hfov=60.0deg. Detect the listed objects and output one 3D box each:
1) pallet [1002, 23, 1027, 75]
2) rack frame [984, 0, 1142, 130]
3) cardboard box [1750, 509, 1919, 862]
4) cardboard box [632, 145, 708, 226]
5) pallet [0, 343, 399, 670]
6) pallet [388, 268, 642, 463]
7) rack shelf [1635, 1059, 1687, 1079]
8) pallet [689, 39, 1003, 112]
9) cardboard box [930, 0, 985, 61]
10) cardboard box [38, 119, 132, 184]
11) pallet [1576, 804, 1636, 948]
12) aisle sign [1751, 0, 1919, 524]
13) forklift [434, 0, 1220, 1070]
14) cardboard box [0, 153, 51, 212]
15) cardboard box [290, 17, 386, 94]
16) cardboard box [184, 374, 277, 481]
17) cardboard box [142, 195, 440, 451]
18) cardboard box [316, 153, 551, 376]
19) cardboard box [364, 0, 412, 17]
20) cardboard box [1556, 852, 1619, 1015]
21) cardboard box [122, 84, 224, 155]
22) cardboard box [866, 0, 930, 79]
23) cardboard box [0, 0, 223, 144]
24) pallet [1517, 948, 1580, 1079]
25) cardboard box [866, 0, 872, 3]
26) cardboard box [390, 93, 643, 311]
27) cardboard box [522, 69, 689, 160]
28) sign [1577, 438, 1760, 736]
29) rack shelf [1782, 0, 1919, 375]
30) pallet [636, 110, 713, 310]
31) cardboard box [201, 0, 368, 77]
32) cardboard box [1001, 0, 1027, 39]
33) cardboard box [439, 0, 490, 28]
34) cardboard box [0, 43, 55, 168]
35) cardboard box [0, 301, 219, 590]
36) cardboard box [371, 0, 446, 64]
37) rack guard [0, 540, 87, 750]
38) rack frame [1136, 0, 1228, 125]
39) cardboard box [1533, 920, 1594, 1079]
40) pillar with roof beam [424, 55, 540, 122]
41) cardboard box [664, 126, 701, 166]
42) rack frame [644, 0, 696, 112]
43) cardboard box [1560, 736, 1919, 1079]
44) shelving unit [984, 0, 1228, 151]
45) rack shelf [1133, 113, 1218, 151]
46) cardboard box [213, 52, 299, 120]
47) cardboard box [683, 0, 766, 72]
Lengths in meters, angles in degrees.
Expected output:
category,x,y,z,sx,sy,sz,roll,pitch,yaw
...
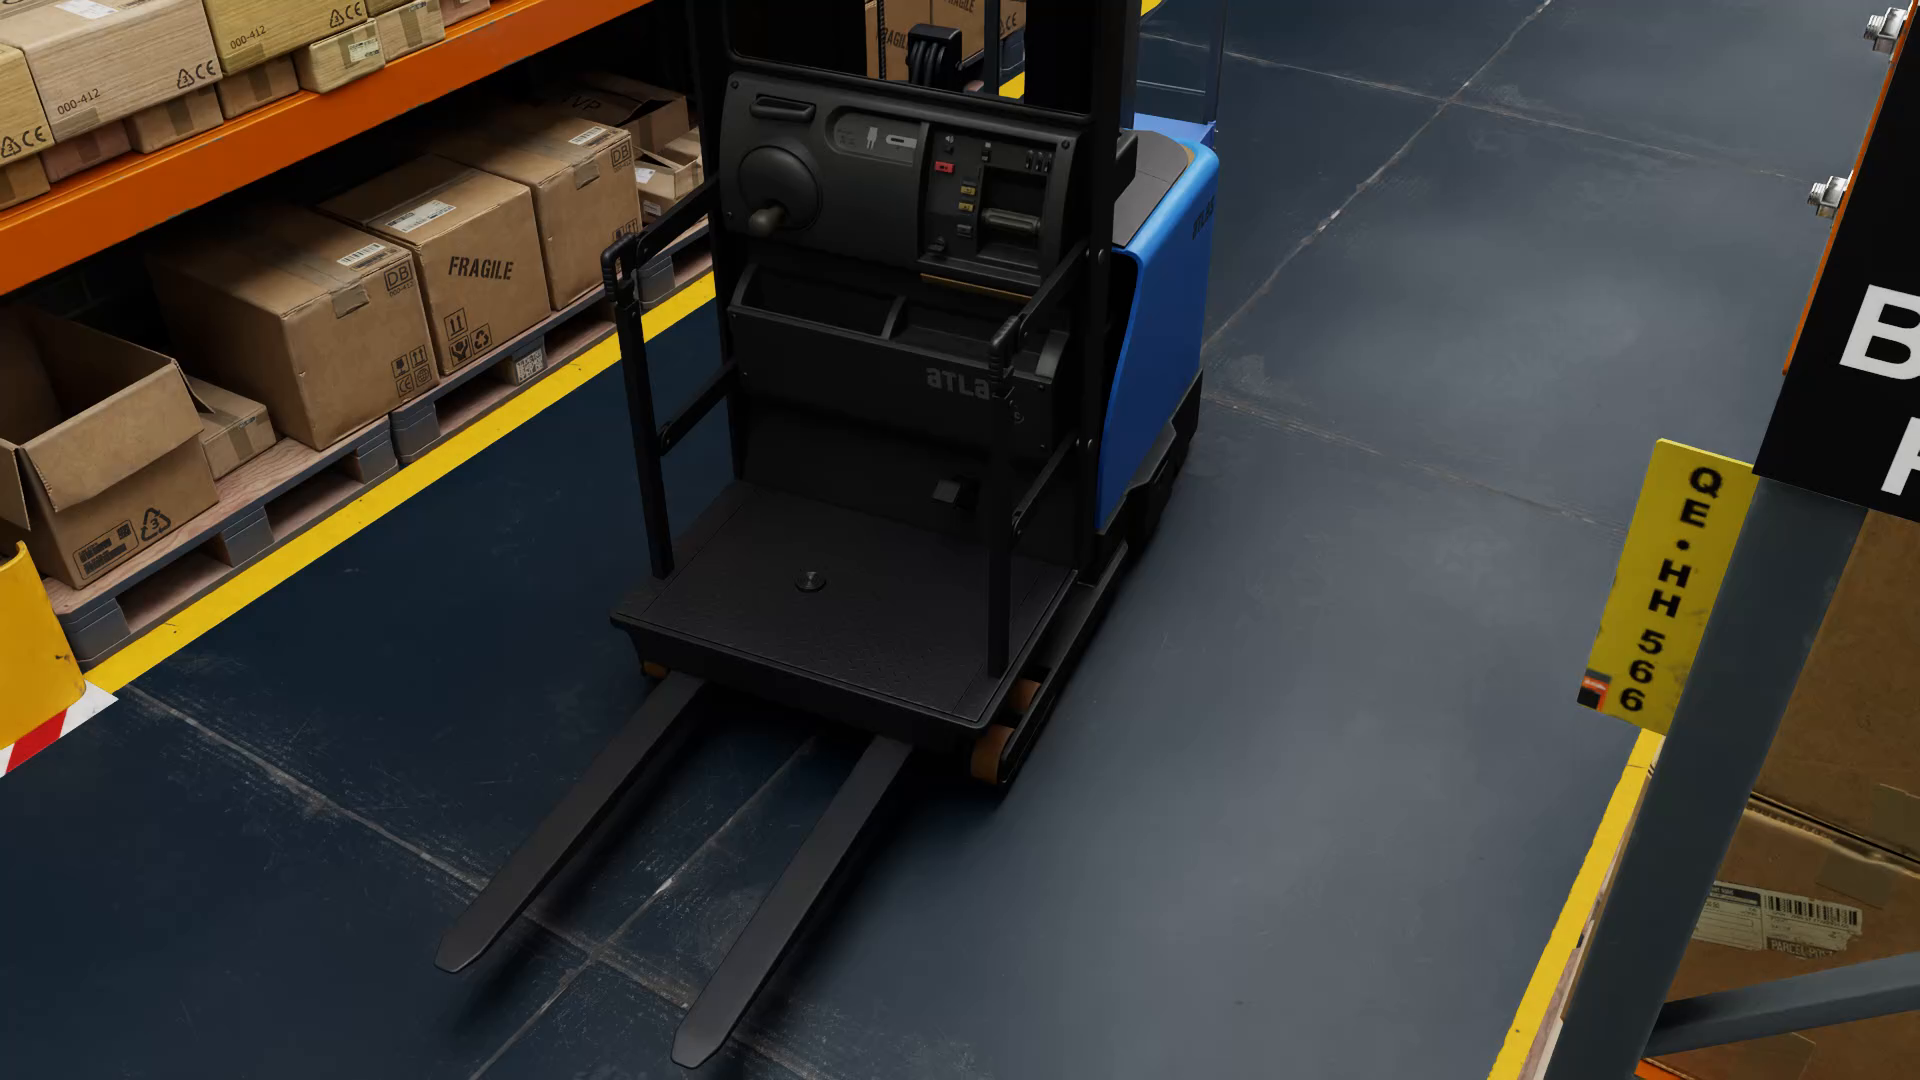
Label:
category,x,y,z,sx,sy,sz,roll,pitch,yaw
pallet,0.131,-2.852,8.777,1.003,0.211,1.213,21,42,25
rack frame,0.313,-1.129,5.486,0.500,1.500,0.032,15,40,19
cardboard box,1.181,0.028,1.856,0.500,0.500,0.500,23,43,27
cardboard box,-1.168,-1.410,6.517,0.396,0.266,0.258,23,43,27
pallet,-2.602,-0.177,5.307,1.003,0.211,1.213,21,42,25
pallet,-1.948,-0.804,6.120,1.003,0.211,1.213,21,42,25
rack shelf,2.196,0.044,3.325,1.077,0.370,4.000,21,42,25
pallet,-0.522,-2.221,7.958,1.003,0.211,1.213,21,42,25
cardboard box,-0.200,-2.523,7.770,0.500,0.500,0.500,21,42,25
cardboard box,-2.453,-1.105,4.432,0.380,0.149,0.250,21,42,25
pallet,2.141,0.830,4.000,1.003,0.211,1.213,21,42,25
aisle sign,0.824,-0.304,1.058,0.394,0.787,0.004,21,42,25
forklift,-0.251,-0.812,3.902,1.130,2.935,3.031,15,40,19
cardboard box,-2.564,-0.958,4.241,0.380,0.149,0.250,22,43,26
cardboard box,-1.929,-1.459,4.892,0.380,0.149,0.250,20,42,24
cardboard box,-2.401,-0.359,5.250,0.380,0.149,0.250,19,42,23
cardboard box,-2.171,-0.720,5.431,0.700,0.500,0.500,23,43,27
cardboard box,-1.803,-0.960,5.742,0.500,0.500,0.500,22,43,26
cardboard box,-1.804,-1.829,5.044,0.500,0.250,0.500,20,42,24
cardboard box,1.876,0.791,3.521,0.875,0.438,0.875,22,43,26
cardboard box,-2.266,-1.215,4.575,0.380,0.149,0.250,23,43,26
cardboard box,-0.477,-2.246,7.410,0.500,0.500,0.500,23,43,27
cardboard box,-2.329,-1.296,4.353,0.500,0.250,0.500,22,43,26
pallet,1.486,1.457,3.187,1.003,0.211,1.213,21,42,25
cardboard box,-0.509,-2.425,7.110,0.380,0.149,0.250,23,43,27
cardboard box,-1.614,-1.255,6.125,0.700,0.500,0.500,20,42,23
cardboard box,-1.480,-1.732,6.898,0.500,0.311,0.500,23,43,27
sign,0.673,0.053,1.582,0.100,0.325,0.005,21,42,25
rack shelf,2.196,-1.144,2.409,1.077,0.370,4.000,21,42,25
pallet,-1.295,-1.435,6.939,1.003,0.211,1.213,21,42,25
cardboard box,-2.060,-1.558,4.693,0.500,0.250,0.500,20,42,24
cardboard box,0.071,-2.779,8.102,0.500,0.500,0.500,20,42,24
cardboard box,-1.725,-1.757,5.279,0.380,0.149,0.250,21,42,25
cardboard box,-2.599,-1.036,4.016,0.500,0.250,0.500,21,42,25
cardboard box,-2.661,-0.293,4.874,0.797,0.503,0.637,19,42,23
cardboard box,-1.805,-1.602,5.077,0.380,0.149,0.250,22,43,26
rack guard,-3.028,0.119,4.686,1.175,0.500,0.348,21,42,25
rack frame,0.722,-1.697,6.223,0.500,1.500,0.032,15,40,19
cardboard box,1.393,1.266,2.906,0.875,0.438,0.875,20,42,24
pillar with roof beam,1.575,-3.797,2.805,9.100,9.000,0.400,21,42,25
cardboard box,-0.977,-1.547,6.792,0.380,0.149,0.250,20,42,24
rack frame,-0.926,-2.893,6.547,1.000,3.000,0.127,21,42,25
cardboard box,1.159,0.415,2.172,0.500,0.500,0.500,21,42,25
shelving unit,0.517,-1.413,5.855,0.538,1.500,1.048,15,40,19
rack shelf,0.517,-1.271,5.965,0.538,0.185,1.000,15,40,19
cardboard box,-2.128,-1.354,4.755,0.380,0.149,0.250,22,43,26
cardboard box,-0.913,-2.420,7.635,0.500,0.500,0.500,21,42,25
